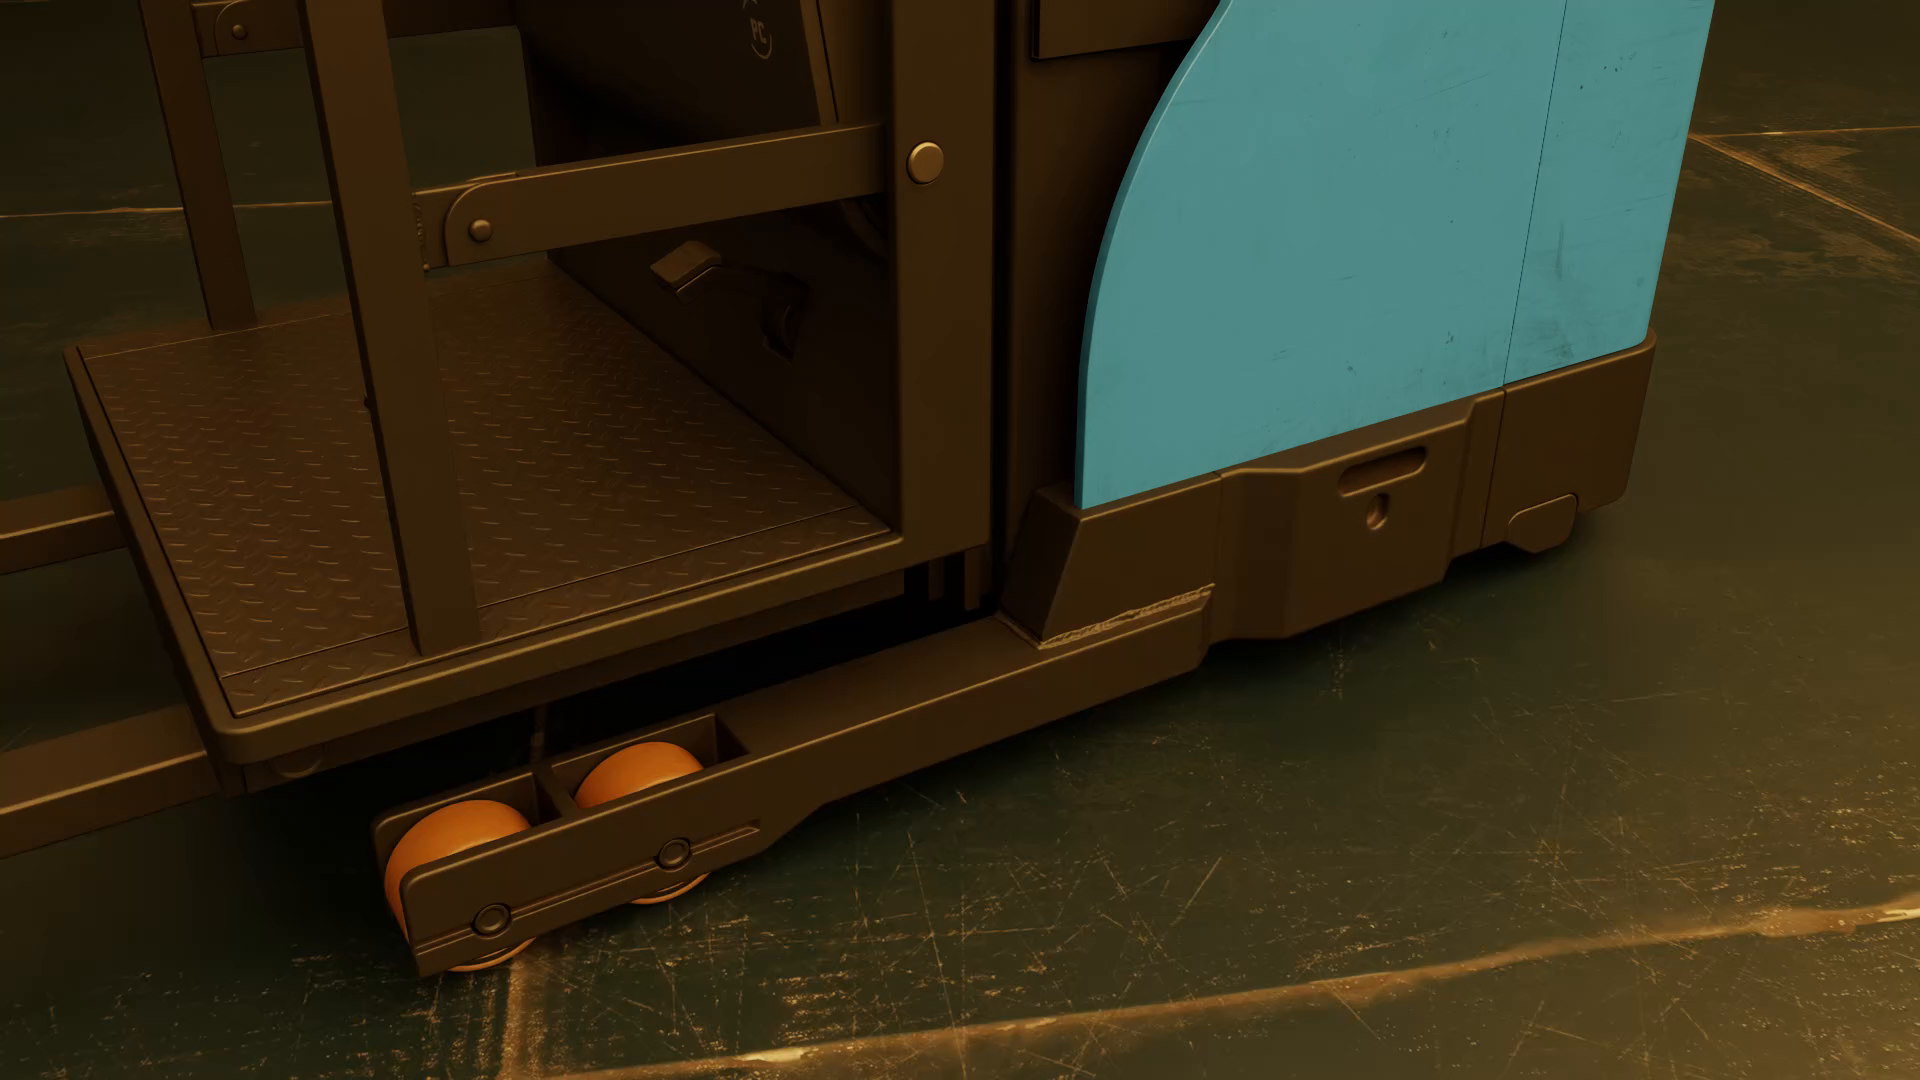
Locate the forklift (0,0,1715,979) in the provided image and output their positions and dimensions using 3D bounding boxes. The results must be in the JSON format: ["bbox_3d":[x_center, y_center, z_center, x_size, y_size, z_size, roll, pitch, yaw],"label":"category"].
[{"bbox_3d":[-0.516,-1.144,1.529,3.031,2.935,1.130,-16,32,-28],"label":"forklift"}]
